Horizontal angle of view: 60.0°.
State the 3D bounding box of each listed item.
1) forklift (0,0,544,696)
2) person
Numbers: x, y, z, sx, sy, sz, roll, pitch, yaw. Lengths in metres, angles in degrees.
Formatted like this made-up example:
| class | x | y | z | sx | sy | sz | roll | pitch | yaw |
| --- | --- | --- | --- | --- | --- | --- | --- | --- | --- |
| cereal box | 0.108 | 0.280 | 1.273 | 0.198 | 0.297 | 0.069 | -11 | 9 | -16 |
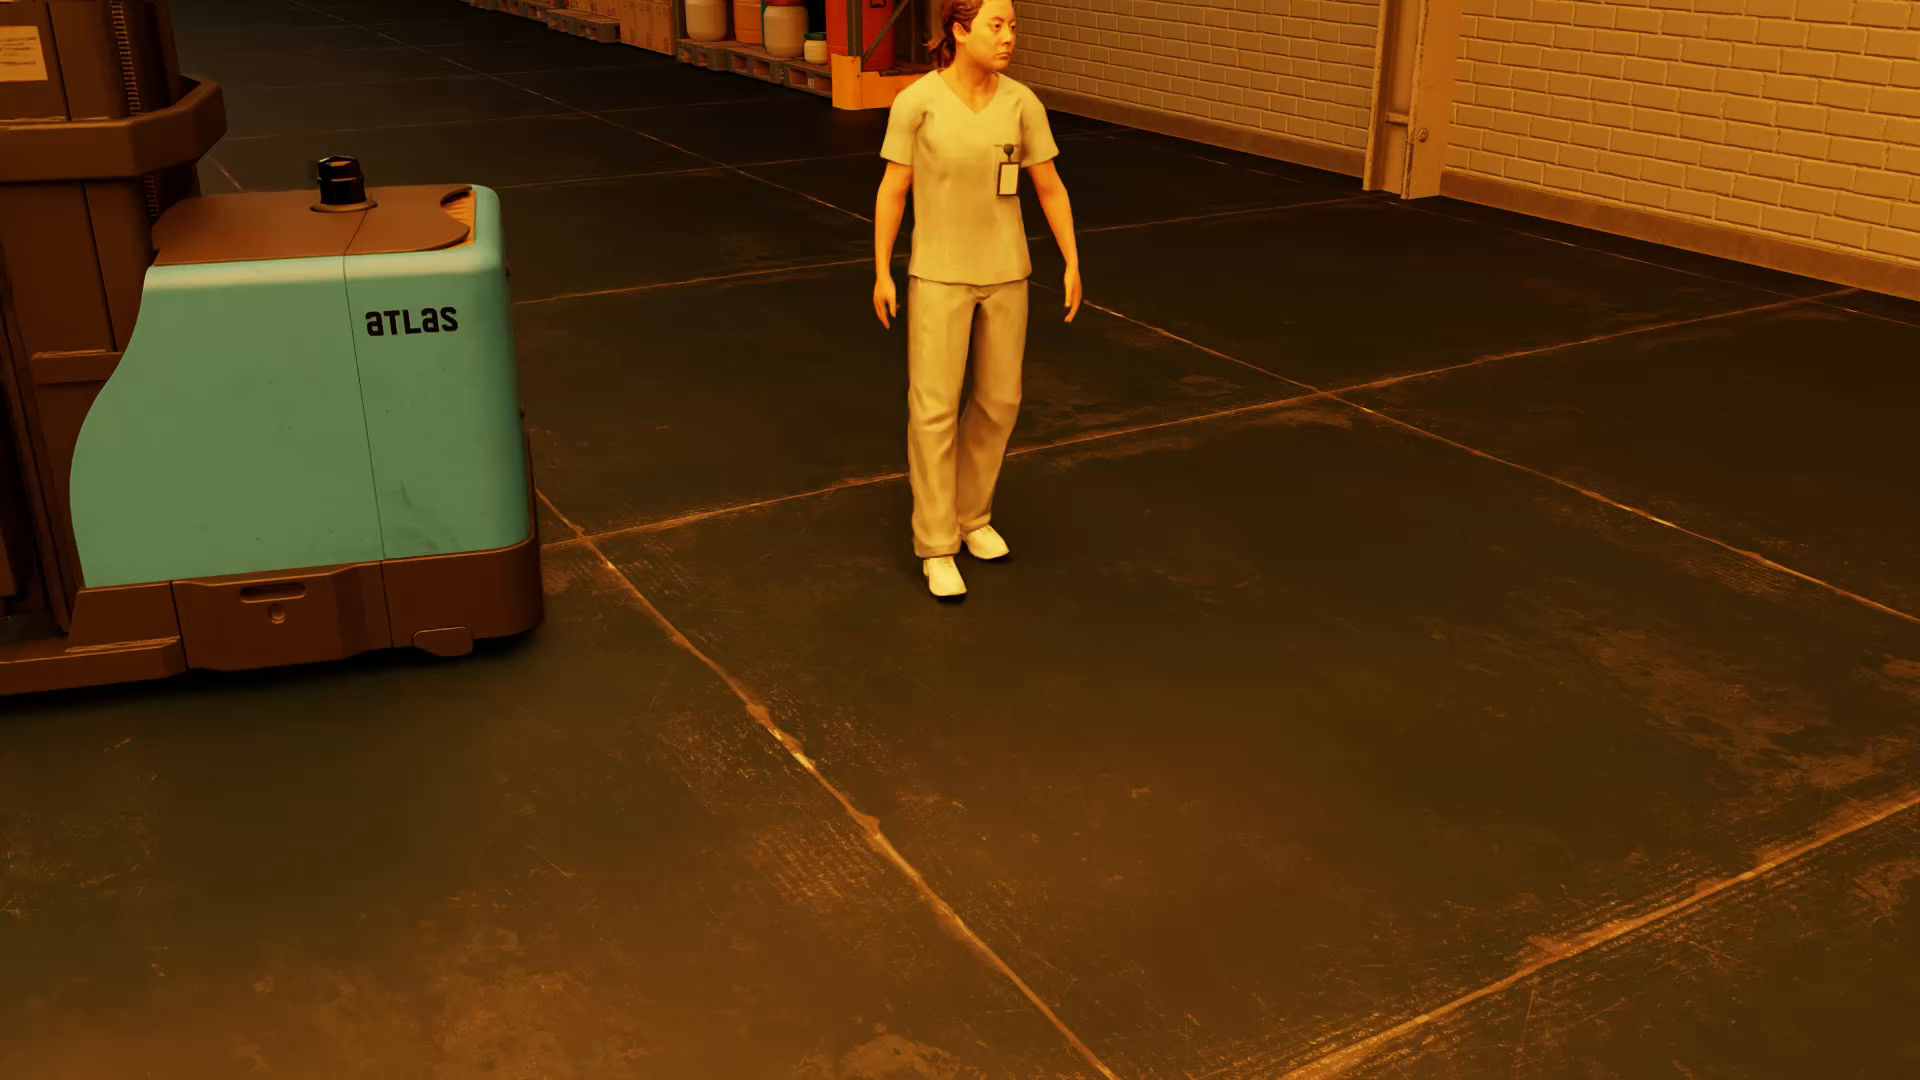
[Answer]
| class | x | y | z | sx | sy | sz | roll | pitch | yaw |
| --- | --- | --- | --- | --- | --- | --- | --- | --- | --- |
| forklift | -2.686 | -1.095 | 3.941 | 3.031 | 2.935 | 1.130 | -6 | 23 | -14 |
| person | 0.067 | -0.704 | 4.666 | 0.577 | 1.660 | 0.574 | -8 | 24 | -18 |
